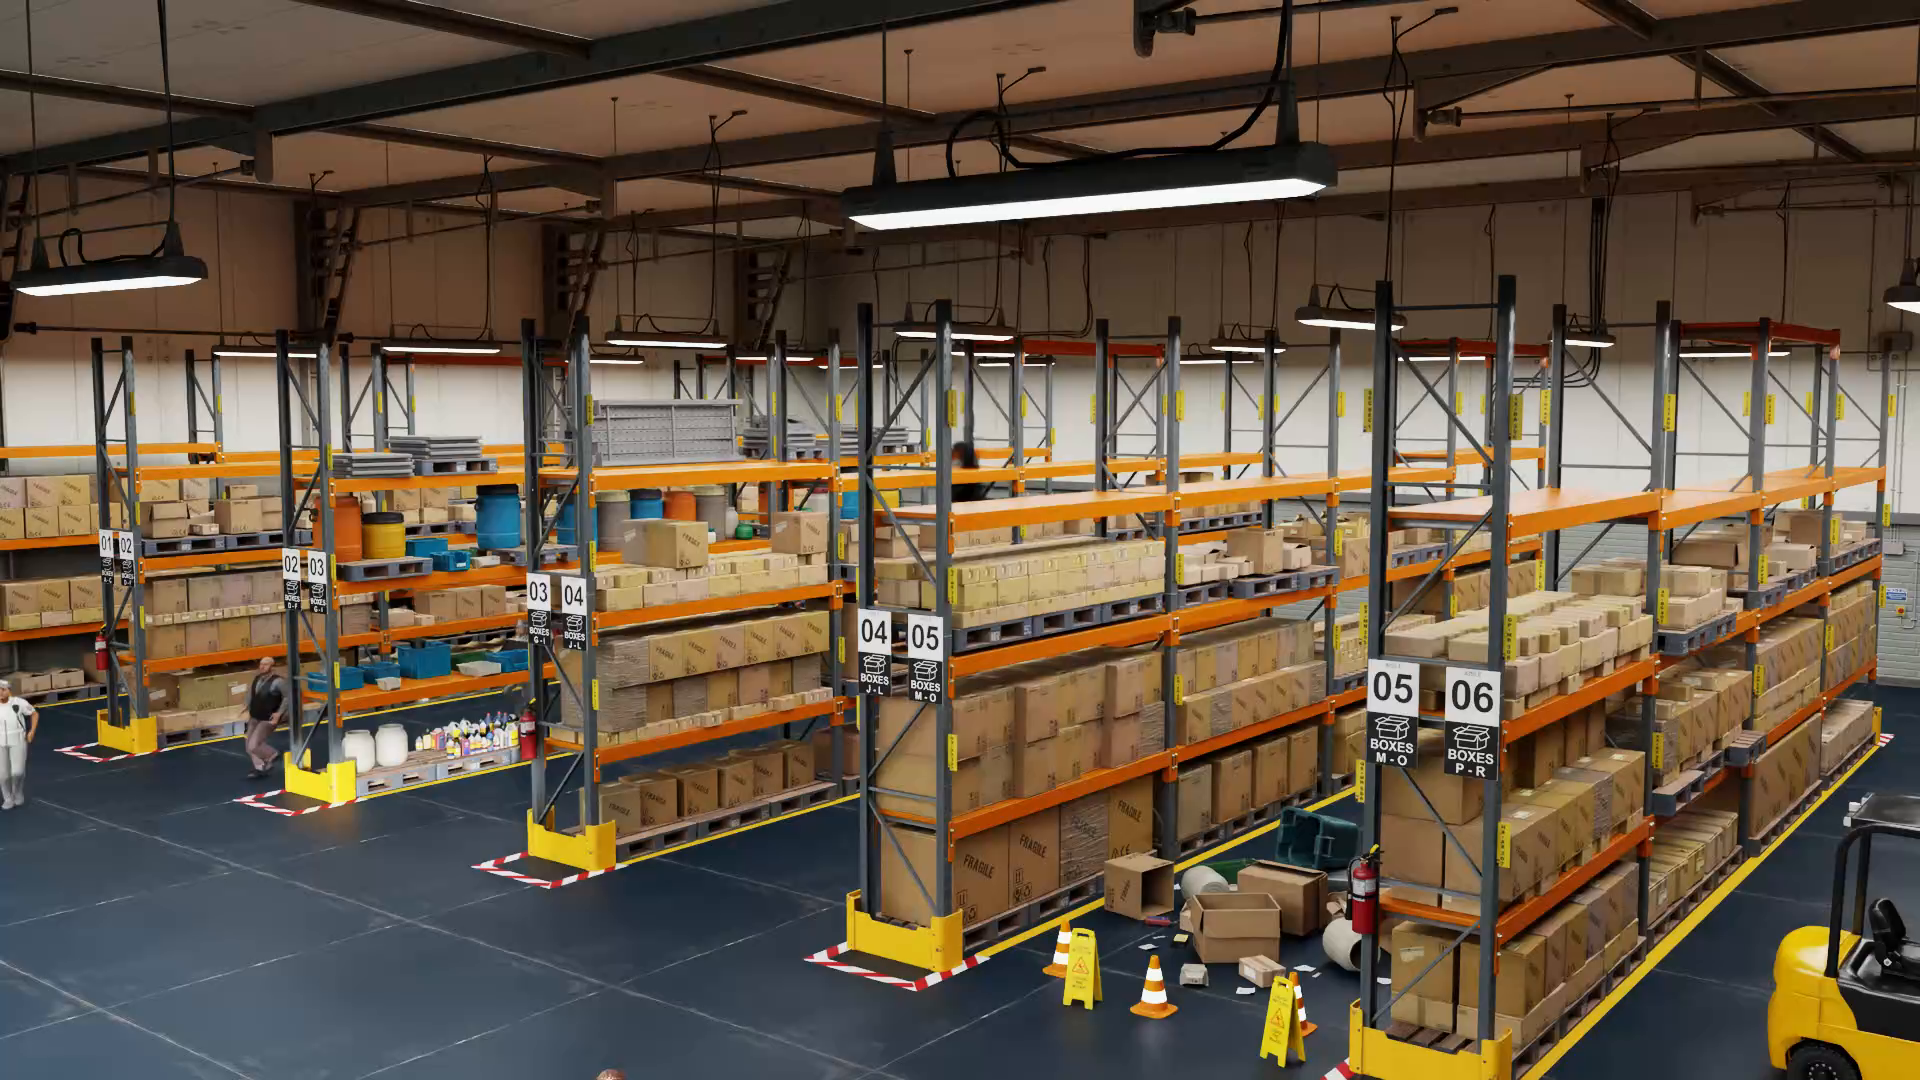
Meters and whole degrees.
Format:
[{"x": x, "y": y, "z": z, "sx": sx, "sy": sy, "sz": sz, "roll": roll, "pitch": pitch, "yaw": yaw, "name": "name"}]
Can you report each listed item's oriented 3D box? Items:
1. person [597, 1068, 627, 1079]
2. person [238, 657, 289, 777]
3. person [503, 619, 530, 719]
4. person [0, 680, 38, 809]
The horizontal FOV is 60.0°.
[{"x": -1.883, "y": 3.614, "z": 9.026, "sx": 0.541, "sy": 1.562, "sz": 0.591, "roll": -1, "pitch": 5, "yaw": -15, "name": "person"}, {"x": -9.366, "y": 2.397, "z": 22.356, "sx": 0.710, "sy": 1.659, "sz": 0.513, "roll": 2, "pitch": 6, "yaw": 27, "name": "person"}, {"x": -6.886, "y": 2.054, "z": 26.025, "sx": 0.598, "sy": 1.669, "sz": 0.611, "roll": 3, "pitch": 6, "yaw": 28, "name": "person"}, {"x": -11.843, "y": 2.552, "z": 20.709, "sx": 0.618, "sy": 1.627, "sz": 0.570, "roll": -2, "pitch": 5, "yaw": -22, "name": "person"}]
